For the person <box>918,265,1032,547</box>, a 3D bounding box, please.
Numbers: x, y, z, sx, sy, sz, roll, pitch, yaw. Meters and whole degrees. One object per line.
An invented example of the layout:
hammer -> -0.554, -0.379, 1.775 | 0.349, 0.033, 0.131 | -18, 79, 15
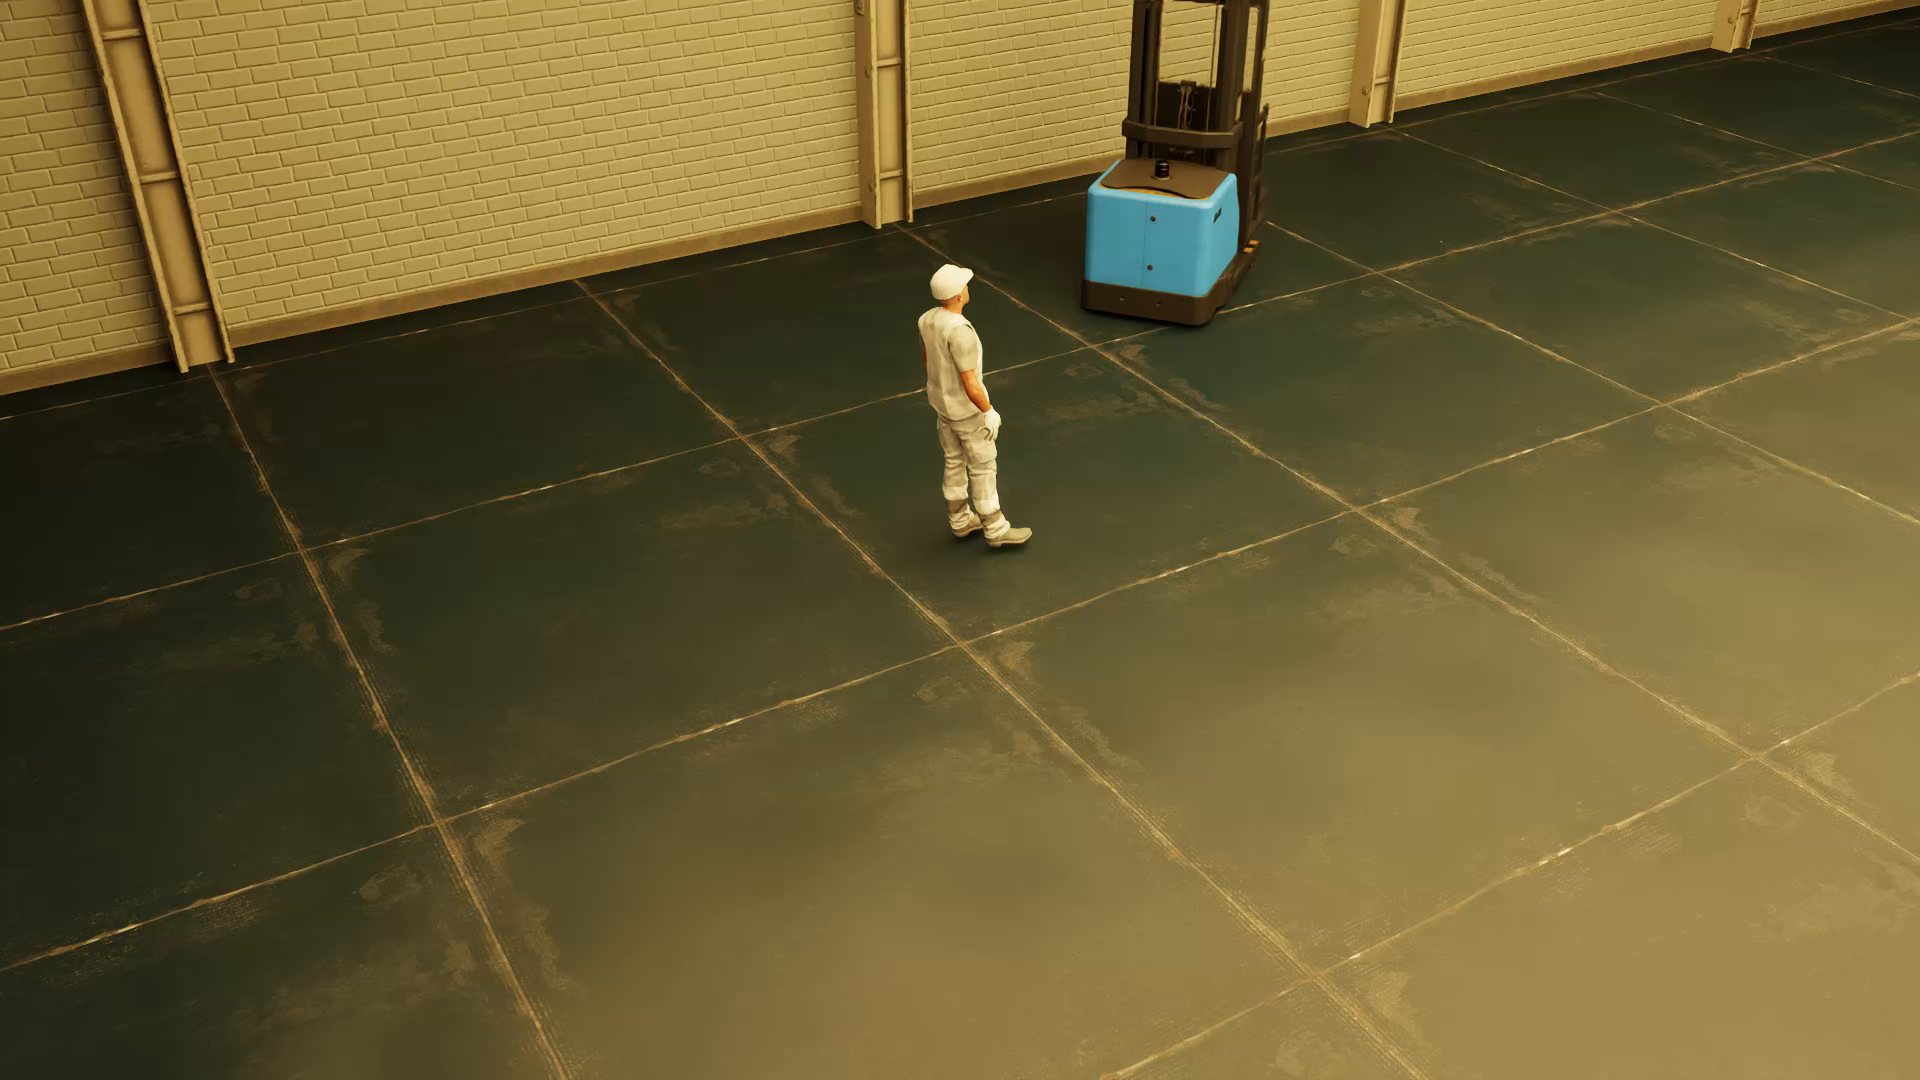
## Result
person -> 0.075, -0.825, 10.042 | 0.561, 1.789, 0.637 | -17, 35, -26

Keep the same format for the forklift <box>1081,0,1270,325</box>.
forklift -> 2.011, -3.706, 13.837 | 1.130, 2.935, 3.031 | 12, 33, 19
